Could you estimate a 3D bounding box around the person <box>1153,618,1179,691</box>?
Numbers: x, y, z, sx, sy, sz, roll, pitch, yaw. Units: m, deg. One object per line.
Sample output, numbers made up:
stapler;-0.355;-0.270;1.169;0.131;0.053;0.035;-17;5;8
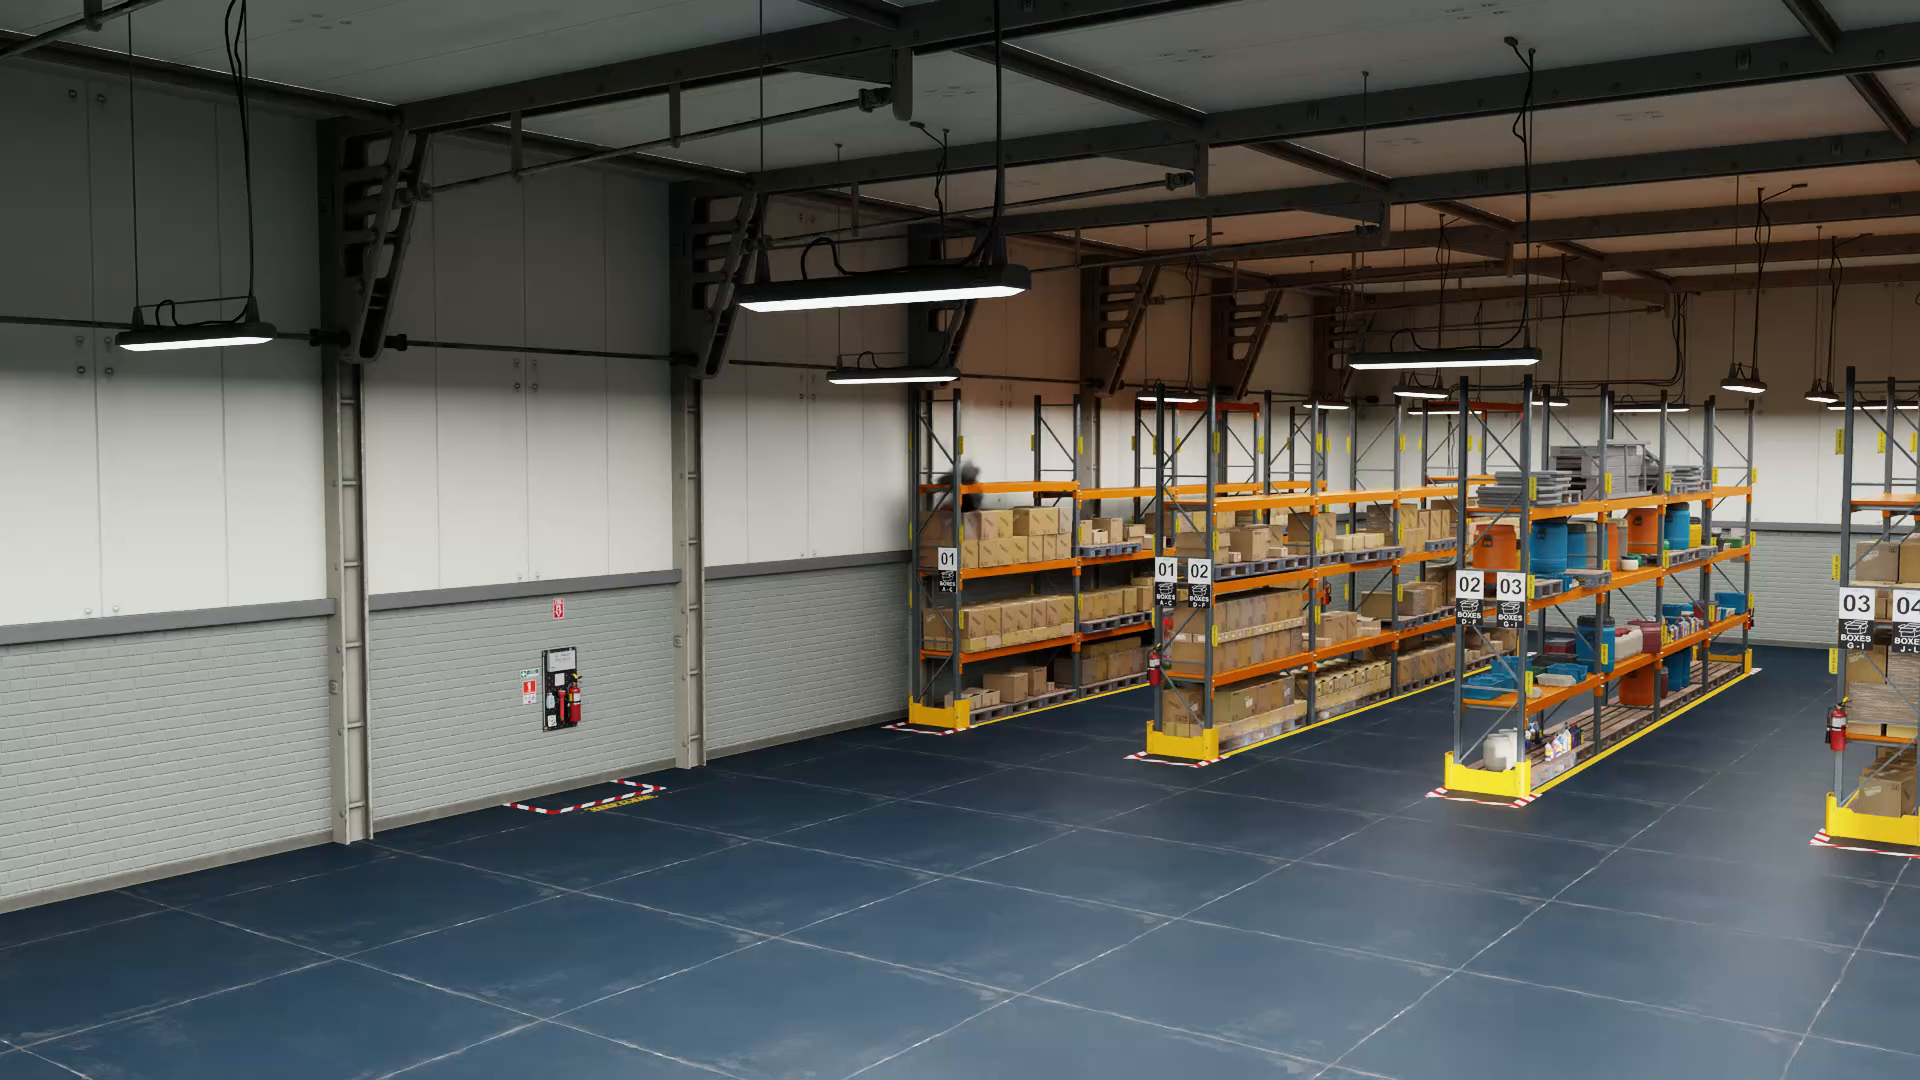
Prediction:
person;3.701;2.202;29.412;0.655;1.707;0.809;2;4;28
